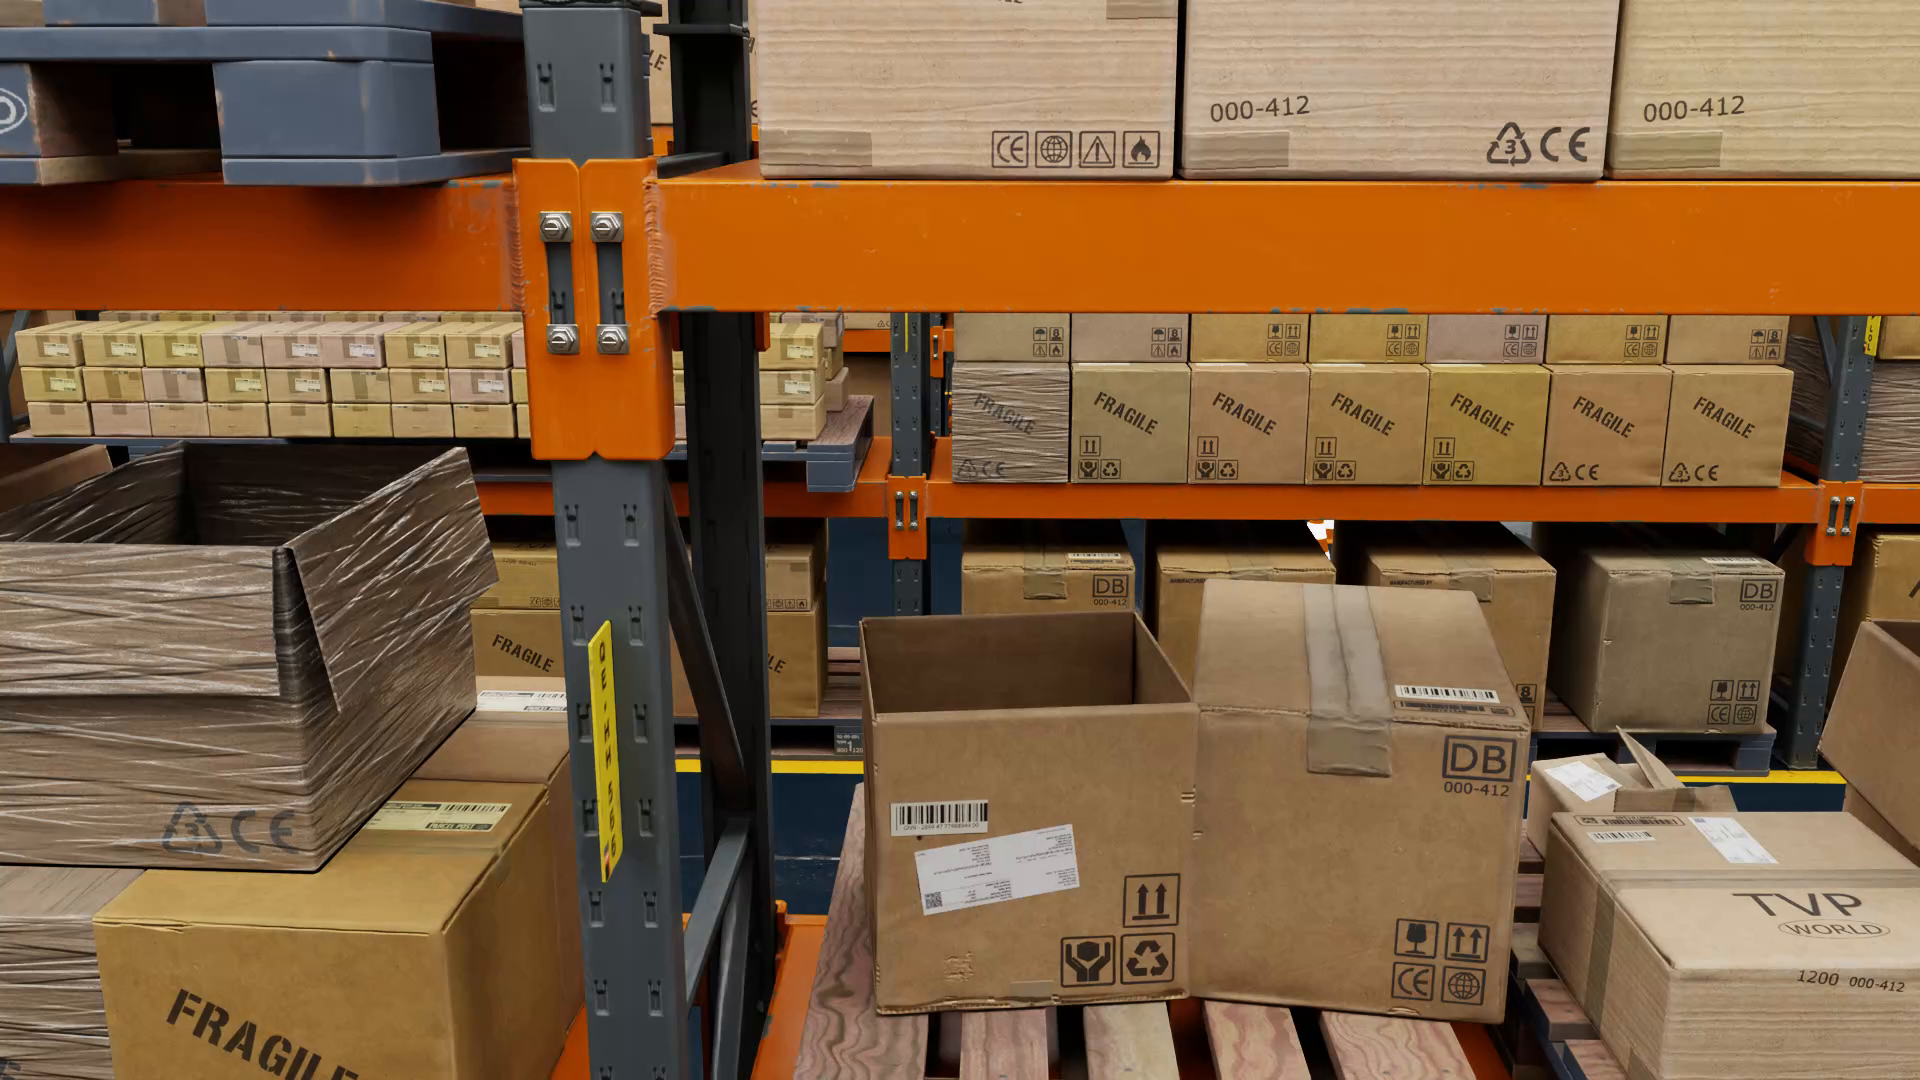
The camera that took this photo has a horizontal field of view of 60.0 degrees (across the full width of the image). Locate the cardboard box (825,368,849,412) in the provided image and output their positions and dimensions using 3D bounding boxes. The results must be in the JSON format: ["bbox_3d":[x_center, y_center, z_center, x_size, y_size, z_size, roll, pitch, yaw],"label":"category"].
[{"bbox_3d":[-0.661,-0.708,7.812,0.250,0.149,0.380,0,15,1],"label":"cardboard box"}]

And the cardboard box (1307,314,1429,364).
[{"bbox_3d":[1.759,-1.089,7.433,0.500,0.500,0.700,0,15,1],"label":"cardboard box"}]

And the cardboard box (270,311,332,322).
[{"bbox_3d":[-3.022,-1.009,7.788,0.250,0.149,0.380,0,15,1],"label":"cardboard box"}]

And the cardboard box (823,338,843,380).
[{"bbox_3d":[-0.697,-0.852,7.774,0.250,0.149,0.380,1,15,4],"label":"cardboard box"}]

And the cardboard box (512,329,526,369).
[{"bbox_3d":[-1.741,-0.835,7.129,0.250,0.149,0.380,0,15,1],"label":"cardboard box"}]

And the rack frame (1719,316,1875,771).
[{"bbox_3d":[3.780,-0.546,7.529,0.127,3.000,1.000,0,15,1],"label":"rack frame"}]

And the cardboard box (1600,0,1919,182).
[{"bbox_3d":[1.044,-0.613,2.198,0.500,0.250,0.500,1,15,3],"label":"cardboard box"}]

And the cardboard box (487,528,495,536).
[{"bbox_3d":[-2.444,0.124,7.595,0.500,0.250,0.500,1,15,4],"label":"cardboard box"}]

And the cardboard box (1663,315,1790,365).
[{"bbox_3d":[3.283,-1.079,7.395,0.500,0.500,0.700,0,15,0],"label":"cardboard box"}]

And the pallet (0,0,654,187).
[{"bbox_3d":[-1.092,-0.657,2.442,1.003,0.211,1.213,1,15,4],"label":"pallet"}]

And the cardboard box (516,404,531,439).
[{"bbox_3d":[-1.747,-0.547,7.203,0.250,0.149,0.380,0,15,-1],"label":"cardboard box"}]

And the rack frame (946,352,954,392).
[{"bbox_3d":[-0.071,-3.101,17.213,0.127,3.000,1.000,0,15,1],"label":"rack frame"}]

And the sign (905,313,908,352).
[{"bbox_3d":[-0.223,-0.955,6.965,0.005,0.325,0.100,0,15,1],"label":"sign"}]

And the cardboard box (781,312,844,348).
[{"bbox_3d":[-0.680,-0.994,7.729,0.250,0.149,0.380,0,15,2],"label":"cardboard box"}]

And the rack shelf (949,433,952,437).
[{"bbox_3d":[0.014,-0.653,11.167,0.180,0.103,0.258,0,15,1],"label":"rack shelf"}]

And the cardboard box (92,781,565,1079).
[{"bbox_3d":[-0.946,0.704,2.596,0.500,0.500,0.500,1,15,3],"label":"cardboard box"}]

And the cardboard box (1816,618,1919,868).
[{"bbox_3d":[1.817,0.478,2.624,0.637,0.503,0.797,2,15,7],"label":"cardboard box"}]

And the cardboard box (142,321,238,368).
[{"bbox_3d":[-3.301,-0.845,7.165,0.250,0.149,0.380,1,15,2],"label":"cardboard box"}]

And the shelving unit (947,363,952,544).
[{"bbox_3d":[0.014,-0.580,11.187,0.189,1.200,0.258,0,15,1],"label":"shelving unit"}]

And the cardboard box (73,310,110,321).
[{"bbox_3d":[-6.203,-1.856,12.299,0.500,0.500,0.500,1,15,3],"label":"cardboard box"}]

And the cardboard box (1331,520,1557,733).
[{"bbox_3d":[2.193,0.350,7.718,0.750,0.750,1.050,0,15,1],"label":"cardboard box"}]

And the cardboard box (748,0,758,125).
[{"bbox_3d":[-0.796,-2.010,7.001,0.500,0.500,0.500,0,15,1],"label":"cardboard box"}]

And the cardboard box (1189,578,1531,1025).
[{"bbox_3d":[0.655,0.412,2.878,0.500,0.500,0.700,3,15,10],"label":"cardboard box"}]

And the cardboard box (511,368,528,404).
[{"bbox_3d":[-1.753,-0.691,7.164,0.250,0.149,0.380,0,15,1],"label":"cardboard box"}]

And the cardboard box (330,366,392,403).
[{"bbox_3d":[-2.524,-0.696,7.185,0.250,0.149,0.380,0,15,0],"label":"cardboard box"}]

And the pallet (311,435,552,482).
[{"bbox_3d":[-2.199,-0.482,7.662,1.213,0.211,1.003,0,15,1],"label":"pallet"}]

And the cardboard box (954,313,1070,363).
[{"bbox_3d":[0.229,-1.098,7.467,0.500,0.500,0.700,0,15,1],"label":"cardboard box"}]

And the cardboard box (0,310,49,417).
[{"bbox_3d":[-4.706,-0.858,7.932,0.500,0.500,0.500,0,15,0],"label":"cardboard box"}]

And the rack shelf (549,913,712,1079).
[{"bbox_3d":[-2.446,1.027,2.977,4.000,0.370,1.077,0,15,1],"label":"rack shelf"}]

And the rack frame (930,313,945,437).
[{"bbox_3d":[-0.194,-1.835,12.415,0.127,3.000,1.000,0,15,1],"label":"rack frame"}]

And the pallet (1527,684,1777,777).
[{"bbox_3d":[3.006,0.817,7.831,1.213,0.211,1.003,0,15,1],"label":"pallet"}]

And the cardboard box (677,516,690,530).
[{"bbox_3d":[-1.409,0.002,8.061,0.500,0.250,0.500,0,15,1],"label":"cardboard box"}]

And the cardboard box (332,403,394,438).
[{"bbox_3d":[-2.530,-0.553,7.224,0.250,0.149,0.380,0,15,0],"label":"cardboard box"}]

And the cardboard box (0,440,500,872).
[{"bbox_3d":[-1.177,0.150,2.729,0.637,0.503,0.797,1,15,3],"label":"cardboard box"}]

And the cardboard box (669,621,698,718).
[{"bbox_3d":[-1.403,0.492,7.673,0.500,0.500,0.500,1,15,4],"label":"cardboard box"}]

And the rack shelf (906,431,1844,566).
[{"bbox_3d":[1.780,-0.211,7.670,4.000,0.370,1.077,0,15,1],"label":"rack shelf"}]

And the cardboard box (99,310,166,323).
[{"bbox_3d":[-3.812,-1.014,7.808,0.250,0.149,0.380,1,15,4],"label":"cardboard box"}]

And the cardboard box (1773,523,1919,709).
[{"bbox_3d":[4.407,0.300,7.663,0.875,0.875,0.875,1,15,2],"label":"cardboard box"}]

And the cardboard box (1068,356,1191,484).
[{"bbox_3d":[0.731,-0.546,7.333,0.500,0.500,0.500,0,15,1],"label":"cardboard box"}]

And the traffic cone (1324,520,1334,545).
[{"bbox_3d":[2.530,-0.233,11.317,0.334,0.463,0.336,0,15,1],"label":"traffic cone"}]

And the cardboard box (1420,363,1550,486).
[{"bbox_3d":[2.241,-0.536,7.296,0.500,0.500,0.500,1,15,2],"label":"cardboard box"}]

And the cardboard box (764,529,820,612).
[{"bbox_3d":[-0.909,0.133,7.561,0.500,0.250,0.500,0,15,0],"label":"cardboard box"}]

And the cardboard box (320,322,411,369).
[{"bbox_3d":[-2.543,-0.839,7.144,0.250,0.149,0.380,1,15,4],"label":"cardboard box"}]

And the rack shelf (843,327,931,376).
[{"bbox_3d":[-2.193,-1.500,12.556,4.000,0.370,1.077,0,15,1],"label":"rack shelf"}]

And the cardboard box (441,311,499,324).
[{"bbox_3d":[-2.239,-1.004,7.770,0.250,0.149,0.380,0,15,1],"label":"cardboard box"}]

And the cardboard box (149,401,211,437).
[{"bbox_3d":[-3.309,-0.557,7.240,0.250,0.149,0.380,0,15,2],"label":"cardboard box"}]

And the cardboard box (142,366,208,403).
[{"bbox_3d":[-3.319,-0.701,7.202,0.250,0.149,0.380,1,15,3],"label":"cardboard box"}]
